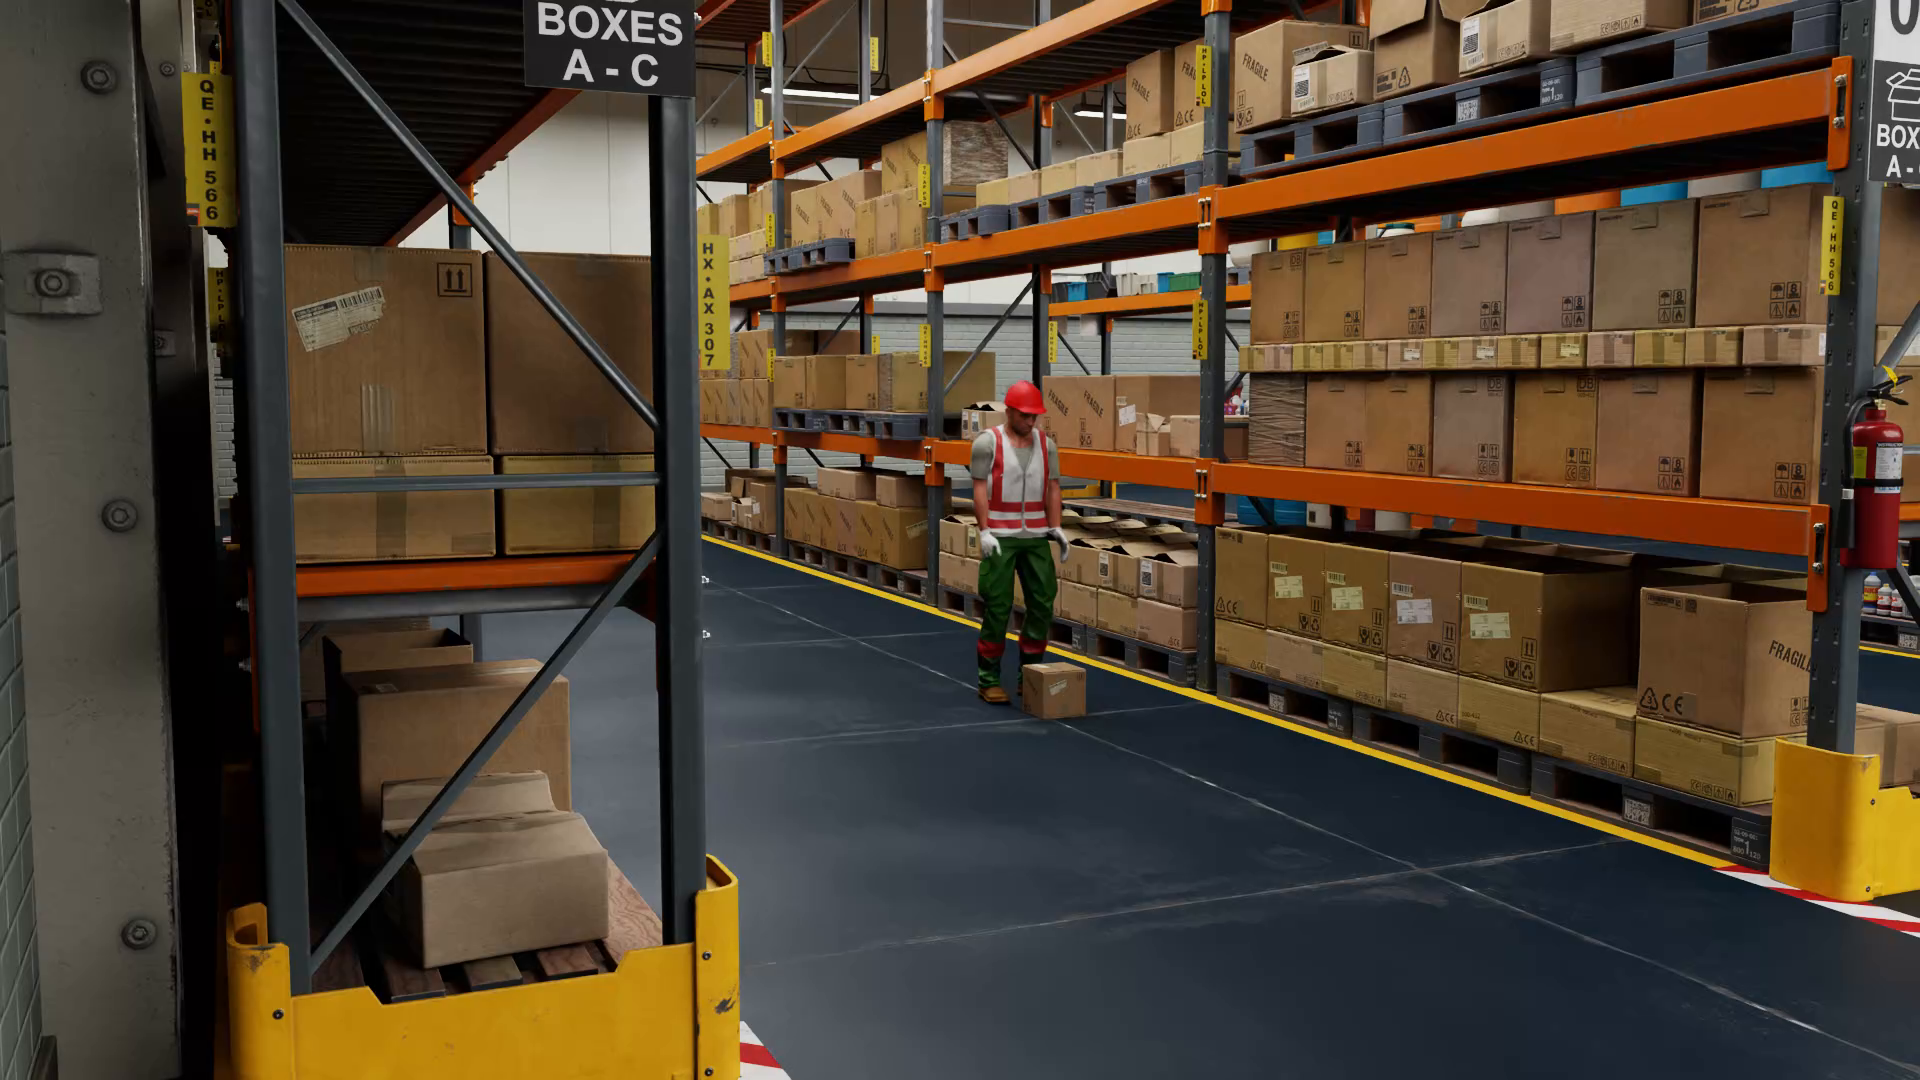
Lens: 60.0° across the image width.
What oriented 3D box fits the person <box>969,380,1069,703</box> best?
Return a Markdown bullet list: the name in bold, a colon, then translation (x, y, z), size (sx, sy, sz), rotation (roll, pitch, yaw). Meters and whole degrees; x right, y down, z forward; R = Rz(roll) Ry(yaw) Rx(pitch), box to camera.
- **person**: translation (0.328, 0.005, 9.154), size (0.534, 1.763, 0.400), rotation (-2, 6, -22)
